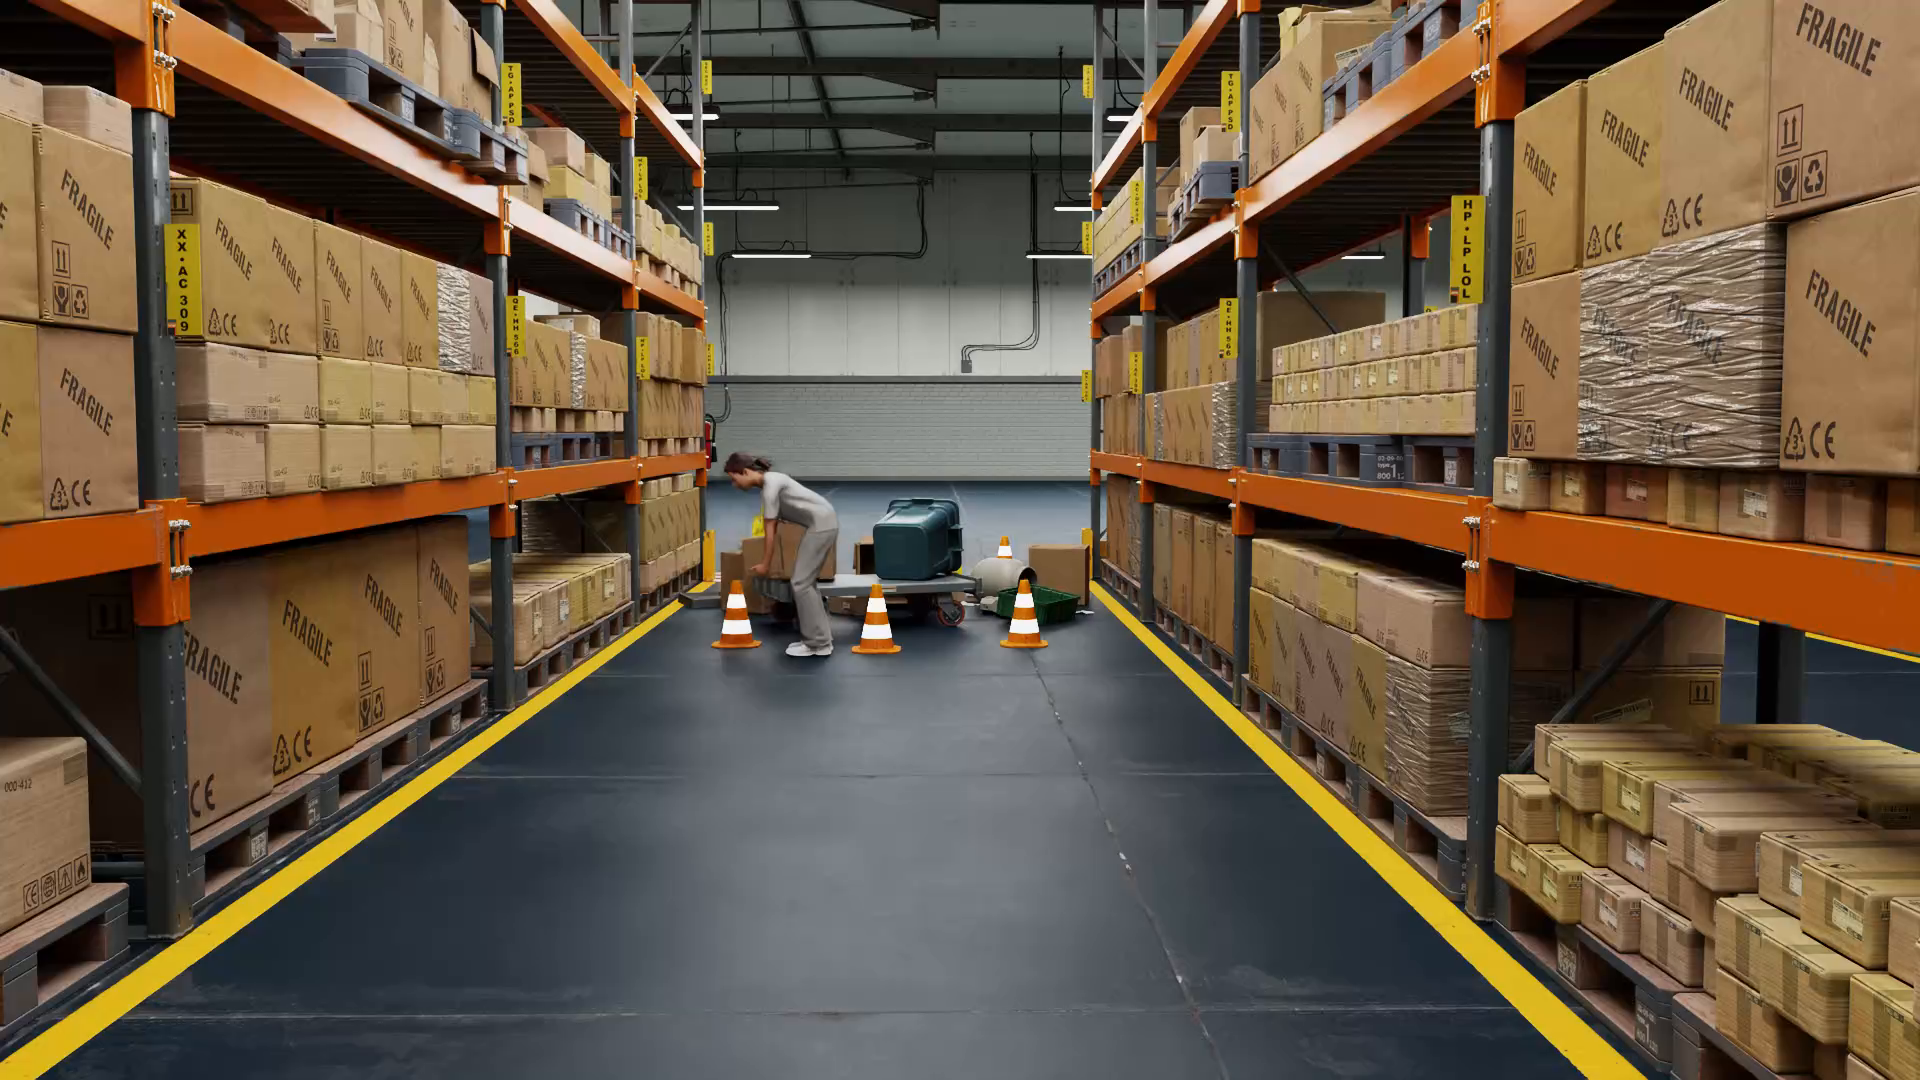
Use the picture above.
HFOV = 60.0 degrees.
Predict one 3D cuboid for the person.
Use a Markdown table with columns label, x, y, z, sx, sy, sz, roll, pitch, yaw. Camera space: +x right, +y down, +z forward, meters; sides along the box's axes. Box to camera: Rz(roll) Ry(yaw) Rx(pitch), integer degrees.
| label | x | y | z | sx | sy | sz | roll | pitch | yaw |
| --- | --- | --- | --- | --- | --- | --- | --- | --- | --- |
| person | -1.208 | 0.092 | 11.301 | 0.772 | 1.384 | 0.409 | 0 | 4 | -3 |
